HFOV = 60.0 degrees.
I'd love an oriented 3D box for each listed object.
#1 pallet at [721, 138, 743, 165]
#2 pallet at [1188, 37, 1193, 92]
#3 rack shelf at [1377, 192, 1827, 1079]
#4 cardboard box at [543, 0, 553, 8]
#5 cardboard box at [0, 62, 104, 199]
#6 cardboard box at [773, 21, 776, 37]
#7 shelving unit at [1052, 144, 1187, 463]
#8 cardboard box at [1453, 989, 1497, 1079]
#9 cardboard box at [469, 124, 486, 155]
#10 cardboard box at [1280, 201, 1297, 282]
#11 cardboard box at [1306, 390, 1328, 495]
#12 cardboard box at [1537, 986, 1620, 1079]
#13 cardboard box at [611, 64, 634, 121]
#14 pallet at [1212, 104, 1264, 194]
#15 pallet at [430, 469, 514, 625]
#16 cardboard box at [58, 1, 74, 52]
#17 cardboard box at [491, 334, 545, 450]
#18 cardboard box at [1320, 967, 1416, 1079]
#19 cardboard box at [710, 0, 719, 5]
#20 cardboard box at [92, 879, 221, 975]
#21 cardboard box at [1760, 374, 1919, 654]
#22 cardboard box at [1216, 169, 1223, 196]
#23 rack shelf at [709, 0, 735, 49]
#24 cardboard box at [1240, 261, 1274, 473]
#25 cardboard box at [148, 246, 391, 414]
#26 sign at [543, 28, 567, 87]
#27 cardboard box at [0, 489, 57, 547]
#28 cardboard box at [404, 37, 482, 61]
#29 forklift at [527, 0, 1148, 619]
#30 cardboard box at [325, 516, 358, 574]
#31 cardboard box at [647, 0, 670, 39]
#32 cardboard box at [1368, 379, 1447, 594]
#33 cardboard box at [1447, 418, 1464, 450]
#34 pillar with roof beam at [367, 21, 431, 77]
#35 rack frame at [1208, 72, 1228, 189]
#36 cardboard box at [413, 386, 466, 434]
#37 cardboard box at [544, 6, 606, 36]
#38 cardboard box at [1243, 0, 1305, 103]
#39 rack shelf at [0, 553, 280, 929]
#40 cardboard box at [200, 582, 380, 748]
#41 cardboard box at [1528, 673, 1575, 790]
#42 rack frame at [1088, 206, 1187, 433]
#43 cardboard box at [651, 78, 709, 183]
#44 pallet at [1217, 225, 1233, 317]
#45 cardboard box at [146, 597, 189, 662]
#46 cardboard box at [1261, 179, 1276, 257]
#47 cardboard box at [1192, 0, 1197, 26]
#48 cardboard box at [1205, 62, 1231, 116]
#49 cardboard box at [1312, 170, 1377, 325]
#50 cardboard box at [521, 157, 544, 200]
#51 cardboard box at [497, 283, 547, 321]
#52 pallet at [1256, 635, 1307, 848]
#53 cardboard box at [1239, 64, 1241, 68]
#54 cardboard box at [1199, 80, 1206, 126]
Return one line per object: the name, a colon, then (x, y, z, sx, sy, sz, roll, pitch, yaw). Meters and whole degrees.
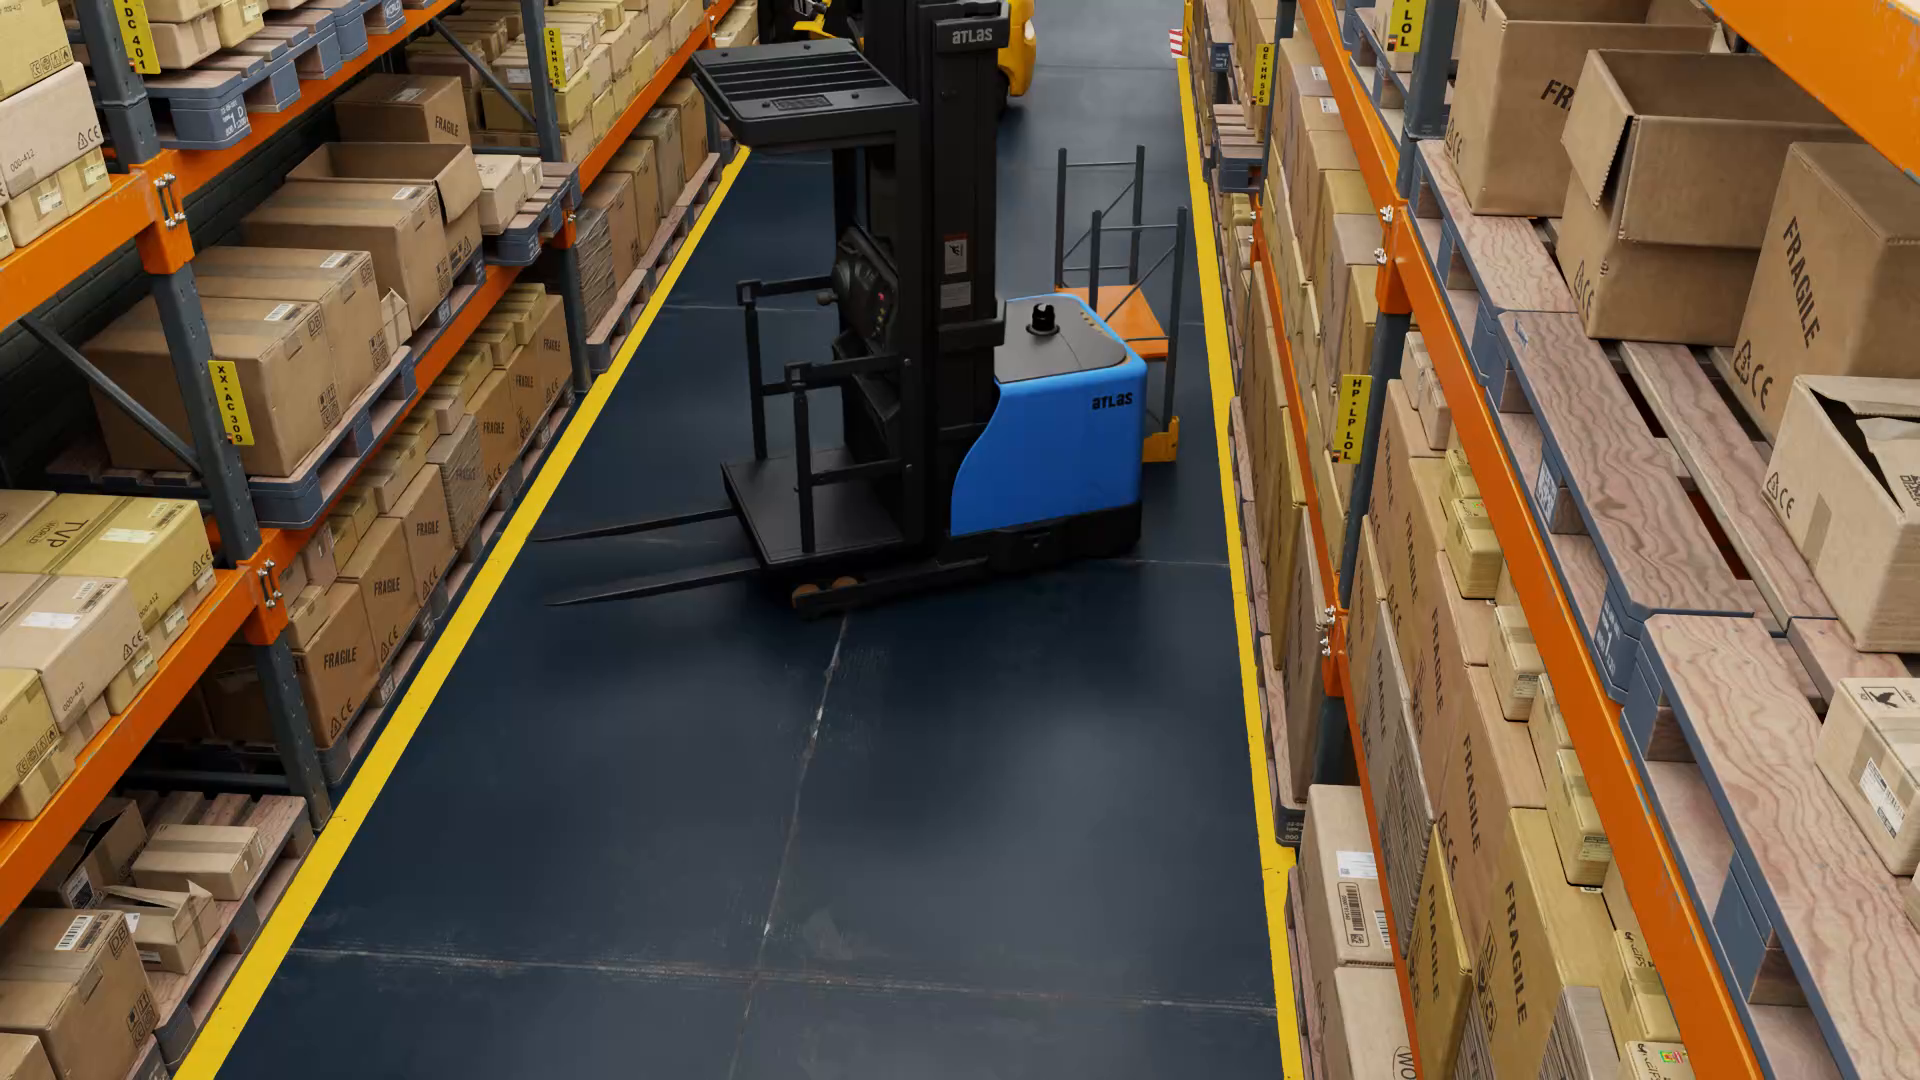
pallet: (-2.348, -3.541, 14.294, 1.003, 0.211, 1.213, 2, 32, 4)
pallet: (2.711, -4.545, 15.924, 1.003, 0.211, 1.213, 2, 32, 4)
rack shelf: (1.679, 0.155, 3.466, 1.077, 0.370, 4.000, 2, 32, 4)
cardboard box: (-2.850, -3.523, 10.894, 0.380, 0.149, 0.250, 3, 32, 5)
cardboard box: (-2.895, -1.207, 4.850, 0.500, 0.250, 0.500, 3, 32, 4)
cardboard box: (-1.930, -4.826, 15.466, 0.500, 0.250, 0.500, 2, 32, 3)
shelving unit: (0.880, -1.352, 9.514, 0.587, 1.500, 1.083, -4, 32, -6)
cardboard box: (1.379, 1.334, 3.631, 0.500, 0.500, 0.500, 3, 32, 5)
cardboard box: (-2.998, -2.404, 9.935, 0.500, 0.250, 0.500, 2, 32, 3)
cardboard box: (1.784, -1.376, 7.791, 0.500, 0.250, 0.500, 2, 32, 4)
cardboard box: (1.670, -0.368, 6.631, 0.500, 0.250, 0.500, 2, 32, 3)
cardboard box: (1.331, 1.166, 2.950, 0.500, 0.500, 0.500, 3, 32, 4)
cardboard box: (-2.420, -2.912, 10.759, 0.500, 0.250, 0.500, 1, 32, 2)
pallet: (2.119, -2.307, 9.818, 1.213, 0.211, 1.003, 2, 32, 4)
pallet: (-2.981, -0.010, 8.565, 1.003, 0.211, 1.213, 2, 32, 4)
cardboard box: (-3.150, -1.683, 5.507, 0.380, 0.149, 0.250, 2, 32, 4)
cardboard box: (-2.651, -0.845, 9.245, 0.500, 0.500, 0.500, 2, 32, 3)
cardboard box: (1.611, 1.784, 5.039, 0.875, 0.438, 0.875, 2, 32, 3)
cardboard box: (-2.158, -4.577, 13.223, 0.500, 0.500, 0.500, 2, 32, 3)
cardboard box: (-2.887, 1.345, 5.914, 0.396, 0.266, 0.258, 4, 32, 6)
cardboard box: (1.688, -0.070, 2.734, 0.500, 0.311, 0.500, 3, 32, 5)
cardboard box: (2.453, -2.889, 12.684, 0.950, 0.372, 0.625, 3, 32, 5)
rack shelf: (-2.292, -5.053, 14.776, 1.077, 0.370, 4.000, 2, 32, 4)
cardboard box: (2.028, -0.929, 9.023, 0.875, 0.875, 0.875, 2, 32, 4)
cardboard box: (-2.801, -0.866, 6.800, 0.700, 0.500, 0.500, 3, 32, 5)
sign: (-2.239, -2.663, 9.184, 0.100, 0.325, 0.005, 2, 32, 4)
cardboard box: (-3.415, 0.054, 5.662, 0.500, 0.250, 0.500, 2, 32, 3)
cardboard box: (-3.045, -2.861, 9.820, 0.380, 0.149, 0.250, 3, 32, 5)
forklift: (-0.637, -1.176, 7.864, 3.031, 2.935, 1.130, -10, 33, -16)
cardboard box: (-2.856, 0.020, 7.223, 0.380, 0.149, 0.250, 1, 32, 1)
cardboard box: (-2.322, -3.659, 11.494, 0.500, 0.250, 0.500, 3, 32, 5)
cardboard box: (1.562, -0.150, 5.086, 0.500, 0.500, 0.500, 3, 32, 4)
cardboard box: (1.574, -0.240, 4.615, 0.380, 0.149, 0.250, 2, 32, 3)
pillar with roof beam: (0.718, -5.312, 8.793, 9.100, 9.000, 0.400, 2, 32, 4)
rack frame: (2.493, -4.104, 12.550, 1.000, 3.000, 0.127, 2, 32, 4)
cardboard box: (-2.704, -0.652, 8.312, 0.380, 0.149, 0.250, 1, 32, 2)
cardboard box: (-2.445, -3.240, 10.434, 0.380, 0.149, 0.250, 3, 32, 5)
cardboard box: (1.958, -2.880, 9.786, 0.500, 0.500, 0.500, 2, 32, 3)
rack shelf: (-3.269, 1.222, 4.594, 1.077, 0.370, 4.000, 2, 32, 4)
cardboard box: (-2.842, 0.512, 7.043, 0.500, 0.500, 0.500, 4, 32, 6)
cardboard box: (1.435, 0.425, 3.535, 0.380, 0.149, 0.250, 3, 32, 6)
rack frame: (0.941, -1.092, 9.093, 0.500, 1.500, 0.032, -4, 32, -6)
cardboard box: (-2.486, -3.208, 12.960, 0.875, 0.625, 0.625, 4, 32, 6)
pallet: (2.334, -1.870, 11.582, 1.003, 0.211, 1.213, 2, 32, 4)
cardboard box: (-2.880, 0.291, 5.658, 0.380, 0.149, 0.250, 3, 32, 5)
cardboard box: (1.877, -1.703, 8.797, 0.500, 0.250, 0.500, 2, 32, 3)
cardboard box: (2.476, -5.100, 15.673, 0.500, 0.500, 0.500, 1, 32, 2)
cardboard box: (2.274, -3.752, 13.485, 0.500, 0.500, 0.500, 2, 32, 3)
cardboard box: (1.723, -1.168, 6.738, 0.500, 0.500, 0.500, 3, 32, 5)
cardboard box: (-2.451, -1.934, 8.868, 0.380, 0.149, 0.250, 3, 32, 5)
cardboard box: (-2.568, -1.344, 9.435, 0.380, 0.149, 0.250, 1, 32, 2)
pallet: (1.829, 0.860, 7.153, 1.003, 0.211, 1.213, 2, 32, 4)
cardboard box: (2.007, -3.079, 10.726, 0.380, 0.149, 0.250, 1, 32, 2)
cardboard box: (2.307, -3.711, 14.134, 0.500, 0.250, 0.500, 2, 32, 3)
